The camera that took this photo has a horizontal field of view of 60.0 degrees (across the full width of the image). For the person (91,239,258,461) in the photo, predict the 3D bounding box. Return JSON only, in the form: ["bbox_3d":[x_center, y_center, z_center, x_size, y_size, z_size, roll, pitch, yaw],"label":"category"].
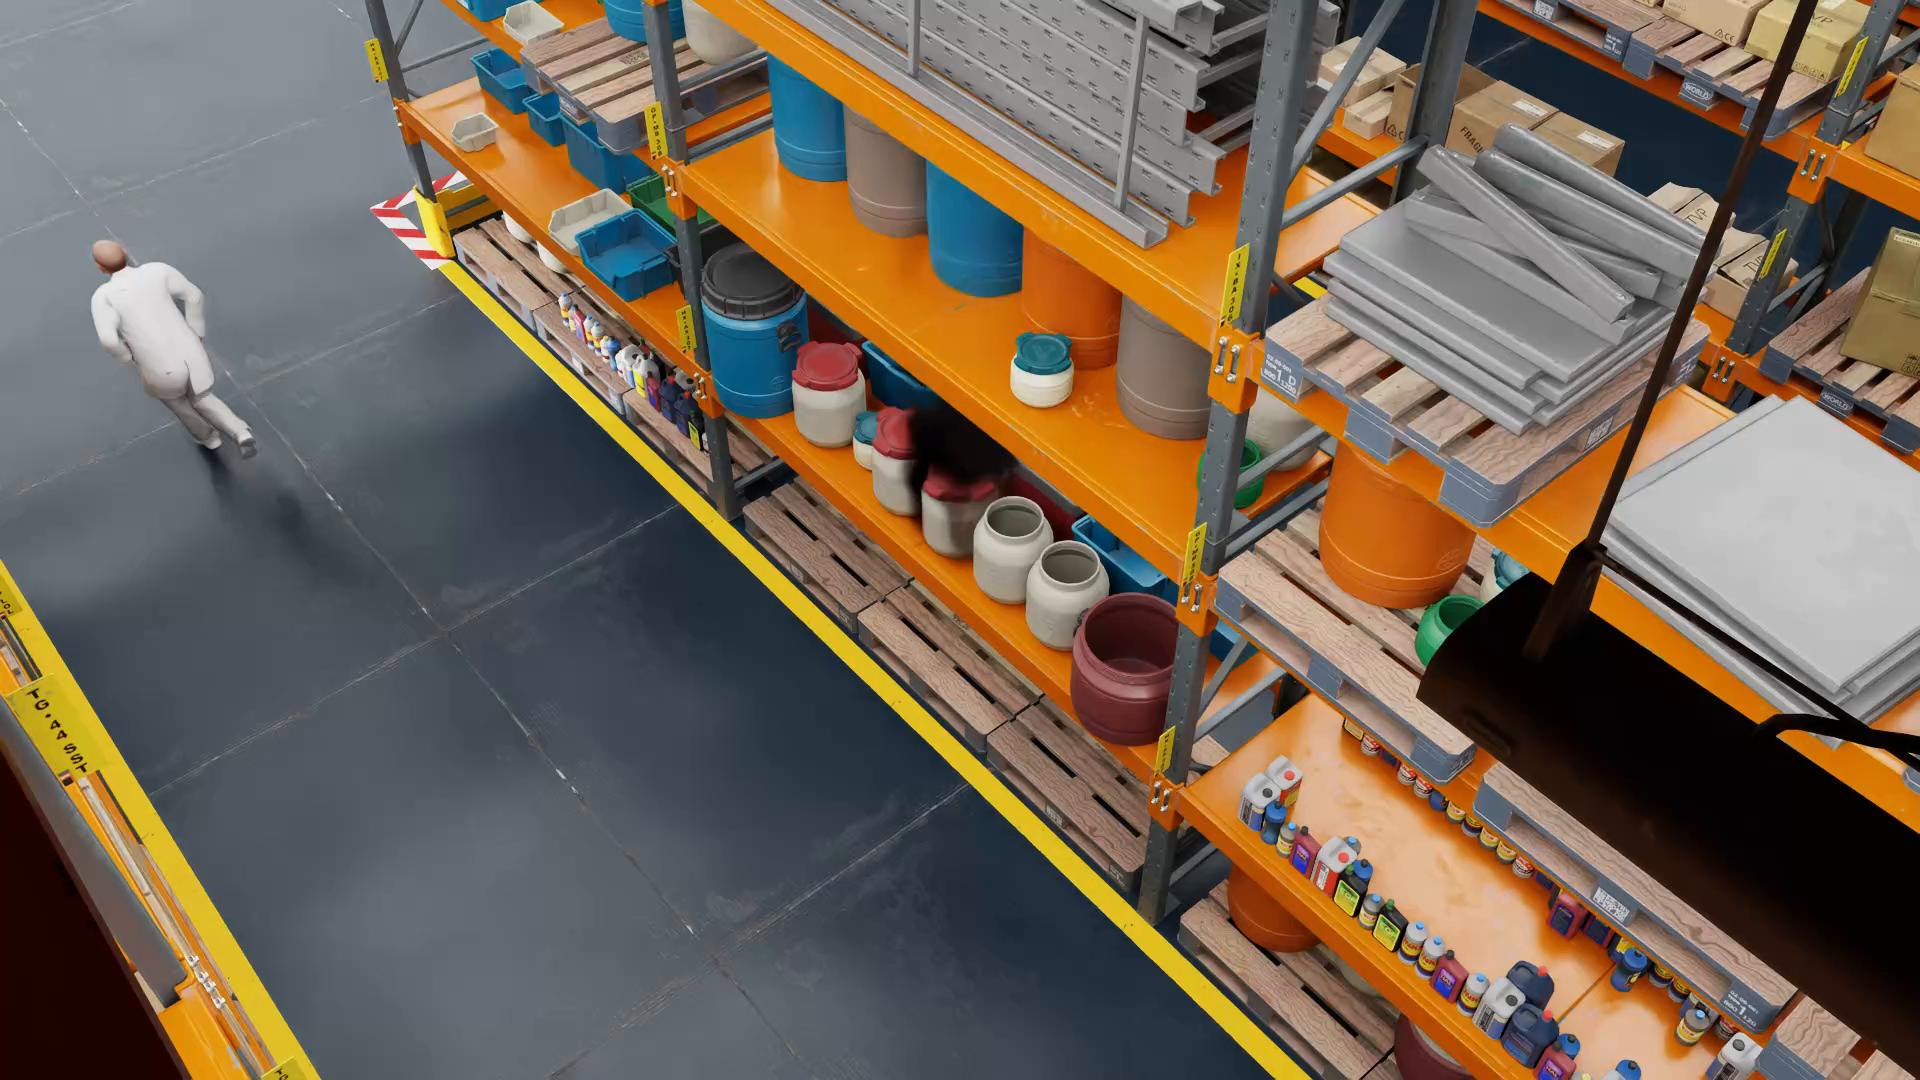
[{"bbox_3d":[-5.089,-1.124,10.904,0.938,1.734,0.698,25,51,22],"label":"person"}]
